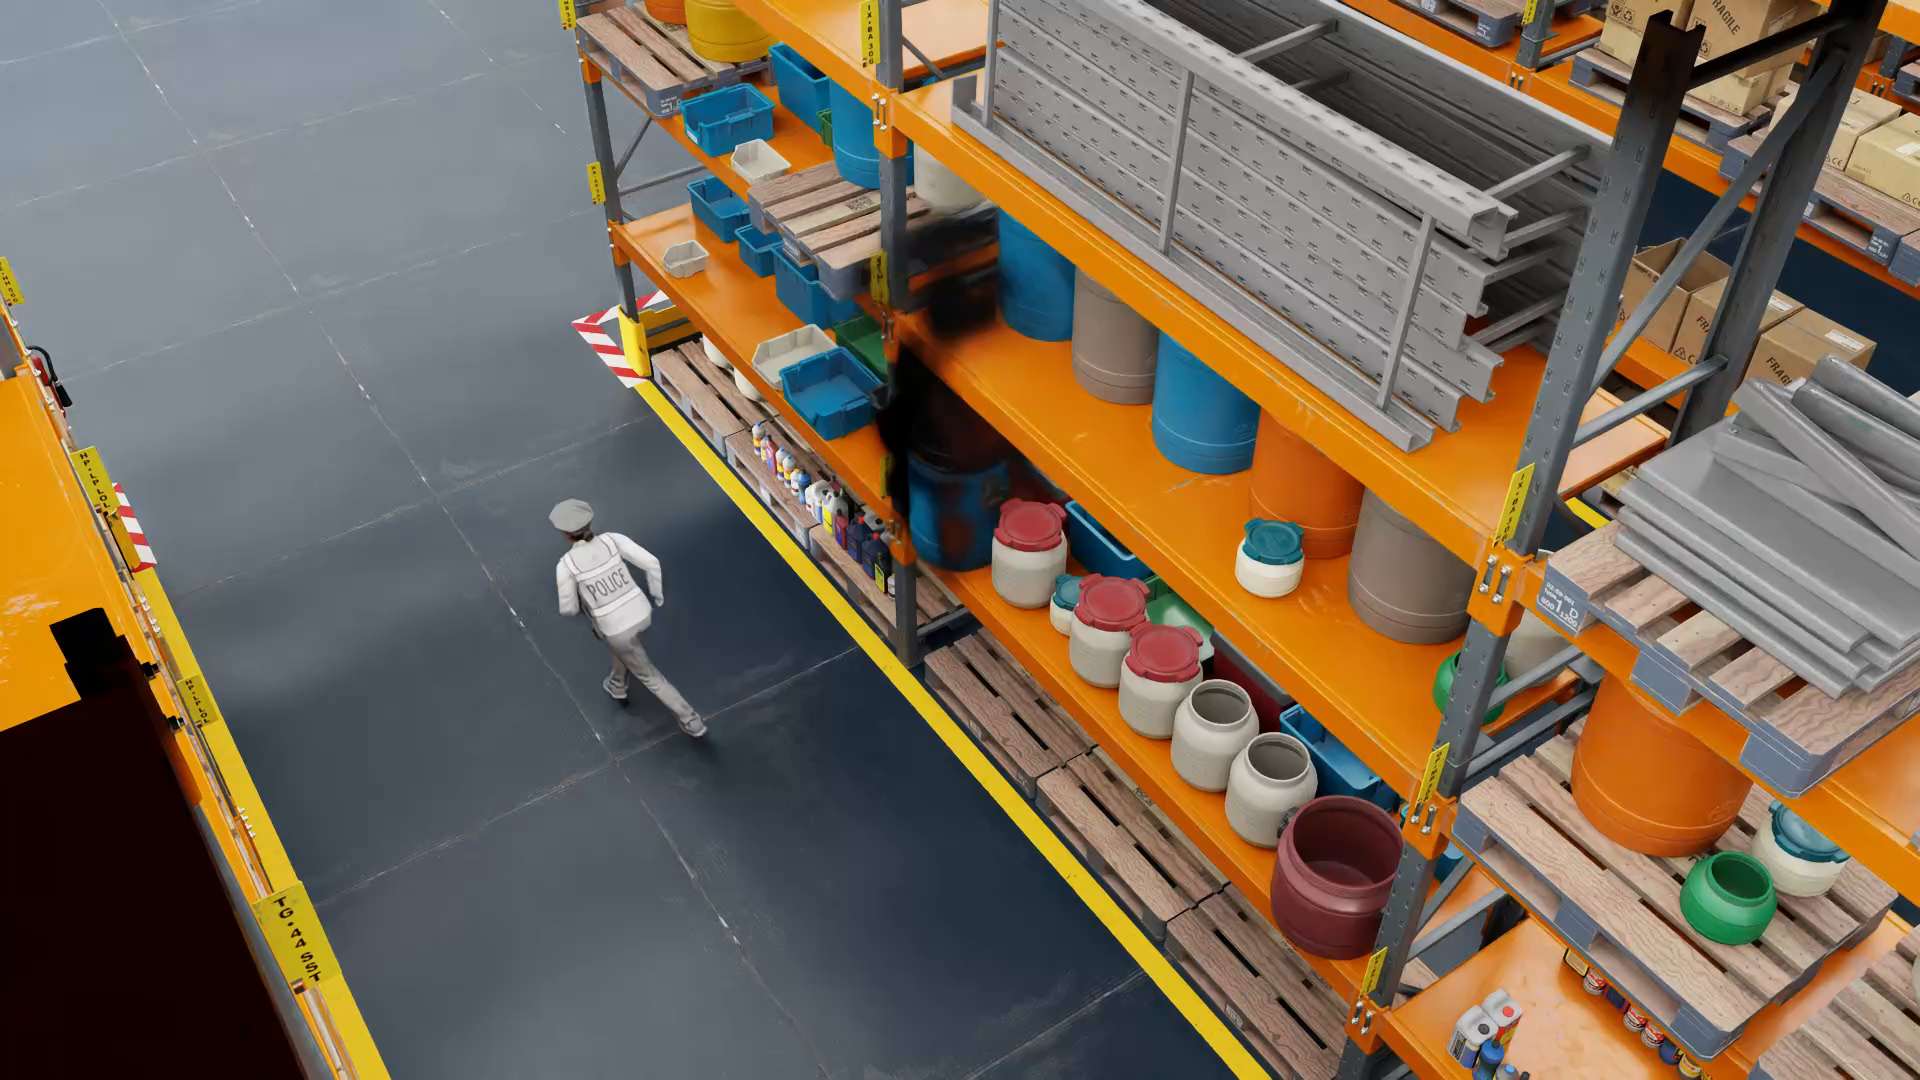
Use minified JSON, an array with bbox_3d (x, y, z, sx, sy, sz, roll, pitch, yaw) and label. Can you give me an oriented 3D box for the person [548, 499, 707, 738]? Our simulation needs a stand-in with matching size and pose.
[{"bbox_3d":[-2.001,0.568,10.071,1.044,1.507,0.601,34,52,31],"label":"person"}]
